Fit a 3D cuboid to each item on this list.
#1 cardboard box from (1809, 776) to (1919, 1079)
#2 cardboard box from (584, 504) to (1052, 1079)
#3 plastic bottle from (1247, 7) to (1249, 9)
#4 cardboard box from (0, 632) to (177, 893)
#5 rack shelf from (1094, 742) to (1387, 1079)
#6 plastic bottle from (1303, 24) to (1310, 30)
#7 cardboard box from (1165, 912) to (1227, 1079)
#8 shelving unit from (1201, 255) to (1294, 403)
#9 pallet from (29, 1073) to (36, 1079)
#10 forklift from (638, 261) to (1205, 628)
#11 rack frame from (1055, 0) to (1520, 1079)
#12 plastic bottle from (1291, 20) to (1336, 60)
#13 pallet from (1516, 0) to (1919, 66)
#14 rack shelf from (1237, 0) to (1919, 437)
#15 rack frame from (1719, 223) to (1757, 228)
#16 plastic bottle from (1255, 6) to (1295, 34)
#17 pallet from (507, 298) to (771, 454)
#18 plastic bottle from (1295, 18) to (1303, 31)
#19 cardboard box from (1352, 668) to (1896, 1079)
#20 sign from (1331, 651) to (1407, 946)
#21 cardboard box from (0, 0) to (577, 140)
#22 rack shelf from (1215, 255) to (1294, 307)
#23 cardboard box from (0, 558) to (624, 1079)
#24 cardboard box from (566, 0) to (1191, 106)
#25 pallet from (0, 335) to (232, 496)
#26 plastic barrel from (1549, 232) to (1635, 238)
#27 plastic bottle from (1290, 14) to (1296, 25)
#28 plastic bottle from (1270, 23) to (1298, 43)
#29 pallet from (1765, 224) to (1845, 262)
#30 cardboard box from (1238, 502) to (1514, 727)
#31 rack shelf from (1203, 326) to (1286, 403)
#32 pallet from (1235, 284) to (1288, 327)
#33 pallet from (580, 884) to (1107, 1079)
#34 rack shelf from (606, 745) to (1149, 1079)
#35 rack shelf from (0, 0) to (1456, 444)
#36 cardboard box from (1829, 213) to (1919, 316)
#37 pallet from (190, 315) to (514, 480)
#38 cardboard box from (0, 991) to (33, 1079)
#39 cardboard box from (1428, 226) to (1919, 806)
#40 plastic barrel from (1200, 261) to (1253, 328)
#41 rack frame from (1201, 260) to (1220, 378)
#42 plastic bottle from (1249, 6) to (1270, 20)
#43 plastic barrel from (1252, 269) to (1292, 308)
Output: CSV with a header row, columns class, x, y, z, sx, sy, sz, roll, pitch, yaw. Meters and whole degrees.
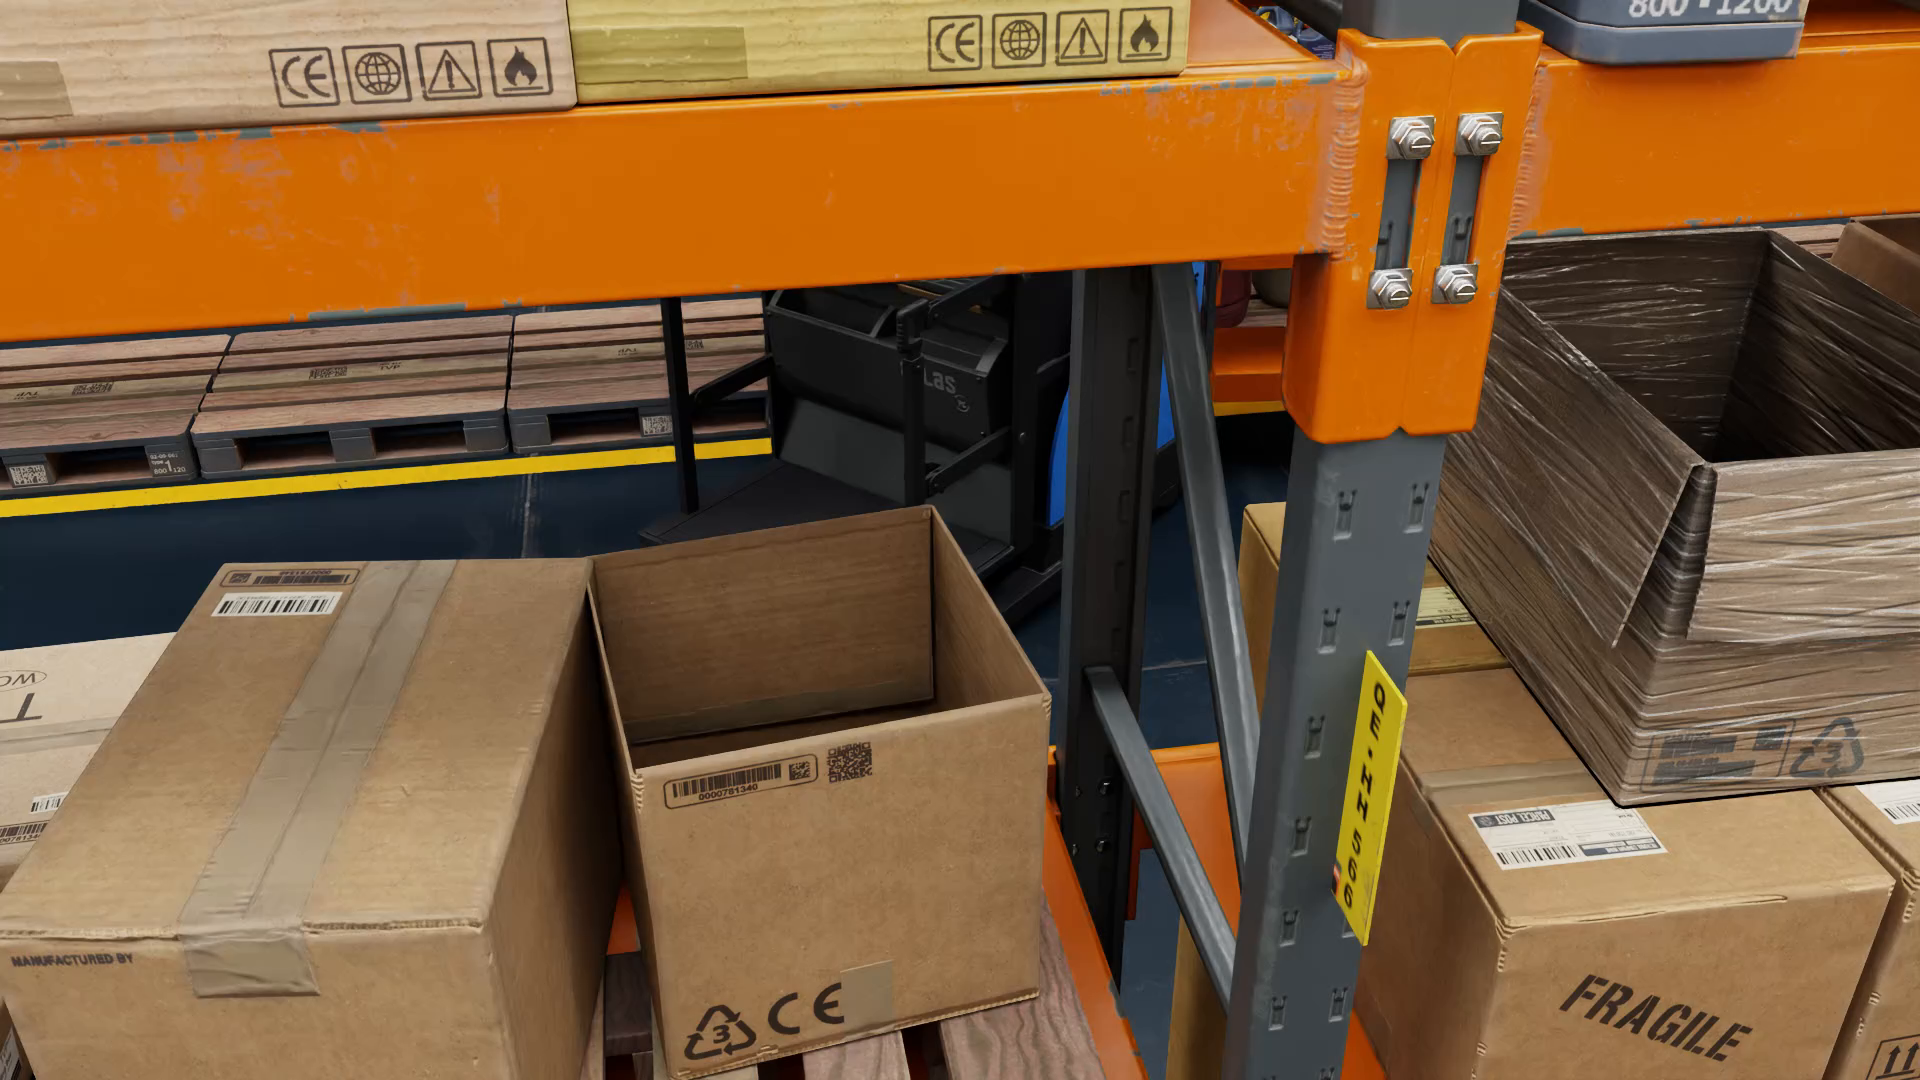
class,x,y,z,sx,sy,sz,roll,pitch,yaw
cardboard box,1.356,0.471,2.391,0.500,0.500,0.500,-6,31,-10
cardboard box,-0.202,0.316,2.240,0.500,0.500,0.500,-9,32,-15
plastic bottle,1.199,-2.301,7.319,0.133,0.283,0.061,-5,31,-9
cardboard box,-1.368,0.393,2.356,0.500,0.250,0.500,-6,31,-10
rack shelf,2.289,0.598,2.983,4.000,0.370,1.077,-5,31,-9
plastic bottle,1.582,-2.353,7.420,0.097,0.271,0.097,0,30,0
cardboard box,1.004,1.153,3.011,0.875,0.875,1.225,-7,31,-11
shelving unit,1.445,-0.884,6.619,1.048,1.125,0.538,-2,28,-4
pallet,-1.618,0.755,2.196,1.213,0.211,1.003,-5,31,-9
forklift,-0.373,-1.011,5.077,1.130,2.935,3.031,21,36,31
rack frame,0.322,0.473,2.487,0.053,2.616,0.949,-5,31,-9
plastic bottle,1.435,-1.995,6.732,0.185,0.351,0.144,-5,31,-9
pallet,0.945,-0.826,1.922,1.003,0.211,1.213,-4,31,-7
rack shelf,2.289,-0.695,2.222,4.000,0.370,1.077,-5,31,-9
rack frame,3.364,-2.364,7.310,0.127,3.000,1.000,-5,31,-9
plastic bottle,1.276,-2.058,6.840,0.185,0.351,0.144,-5,31,-9
pallet,-1.340,-0.745,7.309,1.213,0.211,1.003,-5,31,-9
plastic bottle,1.486,-2.344,7.405,0.097,0.271,0.097,0,30,0
cardboard box,0.849,0.519,2.309,0.500,0.500,0.500,-4,31,-7
sign,0.429,0.276,1.758,0.005,0.325,0.100,-5,31,-9
cardboard box,-0.588,-0.540,1.397,0.500,0.250,0.500,-5,31,-9
rack shelf,1.444,-1.143,6.482,1.000,0.278,0.538,-2,28,-4
cardboard box,-0.733,0.417,2.069,0.500,0.500,0.700,-1,30,-2
cardboard box,-0.102,-0.592,1.486,0.500,0.250,0.500,-5,31,-9
pallet,-3.740,-0.522,6.930,1.213,0.211,1.003,-5,31,-9
plastic barrel,2.826,-1.599,7.666,0.708,0.901,0.600,-5,31,-9
plastic bottle,1.417,-2.264,7.267,0.097,0.271,0.097,0,30,0
plastic bottle,1.278,-1.950,6.729,0.135,0.276,0.152,-5,31,-9
pallet,4.080,-1.248,8.164,1.213,0.211,1.003,-5,31,-9
cardboard box,0.762,0.259,2.751,0.500,0.500,0.500,-4,31,-7
rack shelf,1.446,-0.668,6.733,1.000,0.278,0.538,-2,28,-4
pallet,1.395,-0.999,7.740,1.213,0.211,1.003,-5,31,-9
pallet,-0.360,0.672,2.337,1.003,0.211,1.213,-5,31,-9
rack shelf,-1.646,0.964,2.362,4.000,0.370,1.077,-5,31,-9
rack shelf,-1.646,-0.329,1.601,4.000,0.370,1.077,-5,31,-9
cardboard box,1.685,-0.121,2.409,0.637,0.503,0.797,-5,31,-8
pallet,-2.537,-0.635,7.122,1.213,0.211,1.003,-5,31,-9
cardboard box,-1.270,0.635,1.929,0.258,0.266,0.396,-6,31,-10
cardboard box,1.044,-0.063,2.310,0.637,0.503,0.797,-4,31,-7
plastic barrel,1.018,-1.296,7.460,0.708,0.588,0.600,-5,31,-9
rack frame,0.938,-0.866,6.587,0.032,1.125,0.500,-2,28,-4
plastic bottle,1.352,-2.354,7.343,0.185,0.351,0.144,-5,31,-9
plastic barrel,1.558,-1.359,7.643,0.421,0.512,0.421,0,30,0
